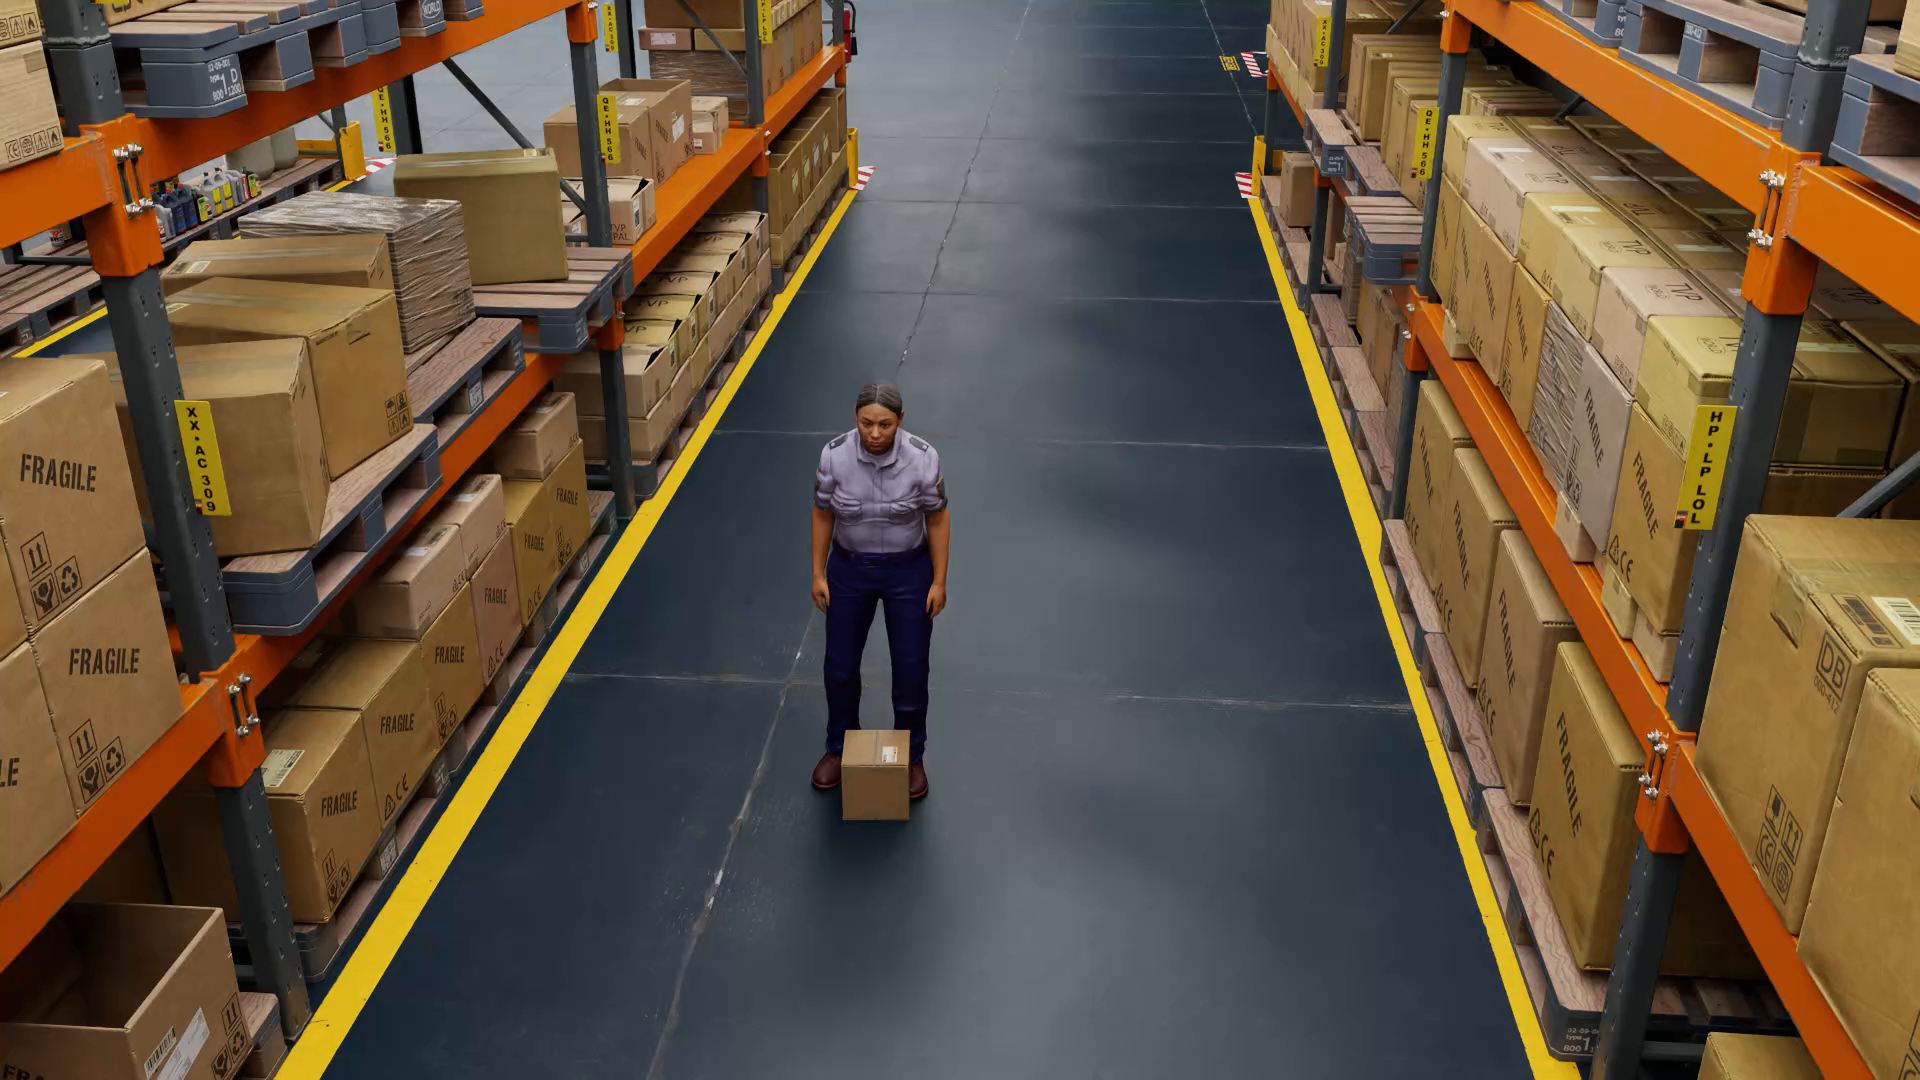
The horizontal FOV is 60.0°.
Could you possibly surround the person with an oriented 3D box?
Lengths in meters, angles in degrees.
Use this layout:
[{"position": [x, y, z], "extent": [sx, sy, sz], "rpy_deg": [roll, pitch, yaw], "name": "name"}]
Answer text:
[{"position": [-0.309, 0.169, 6.247], "extent": [0.536, 1.651, 0.418], "rpy_deg": [2, 25, 4], "name": "person"}]
